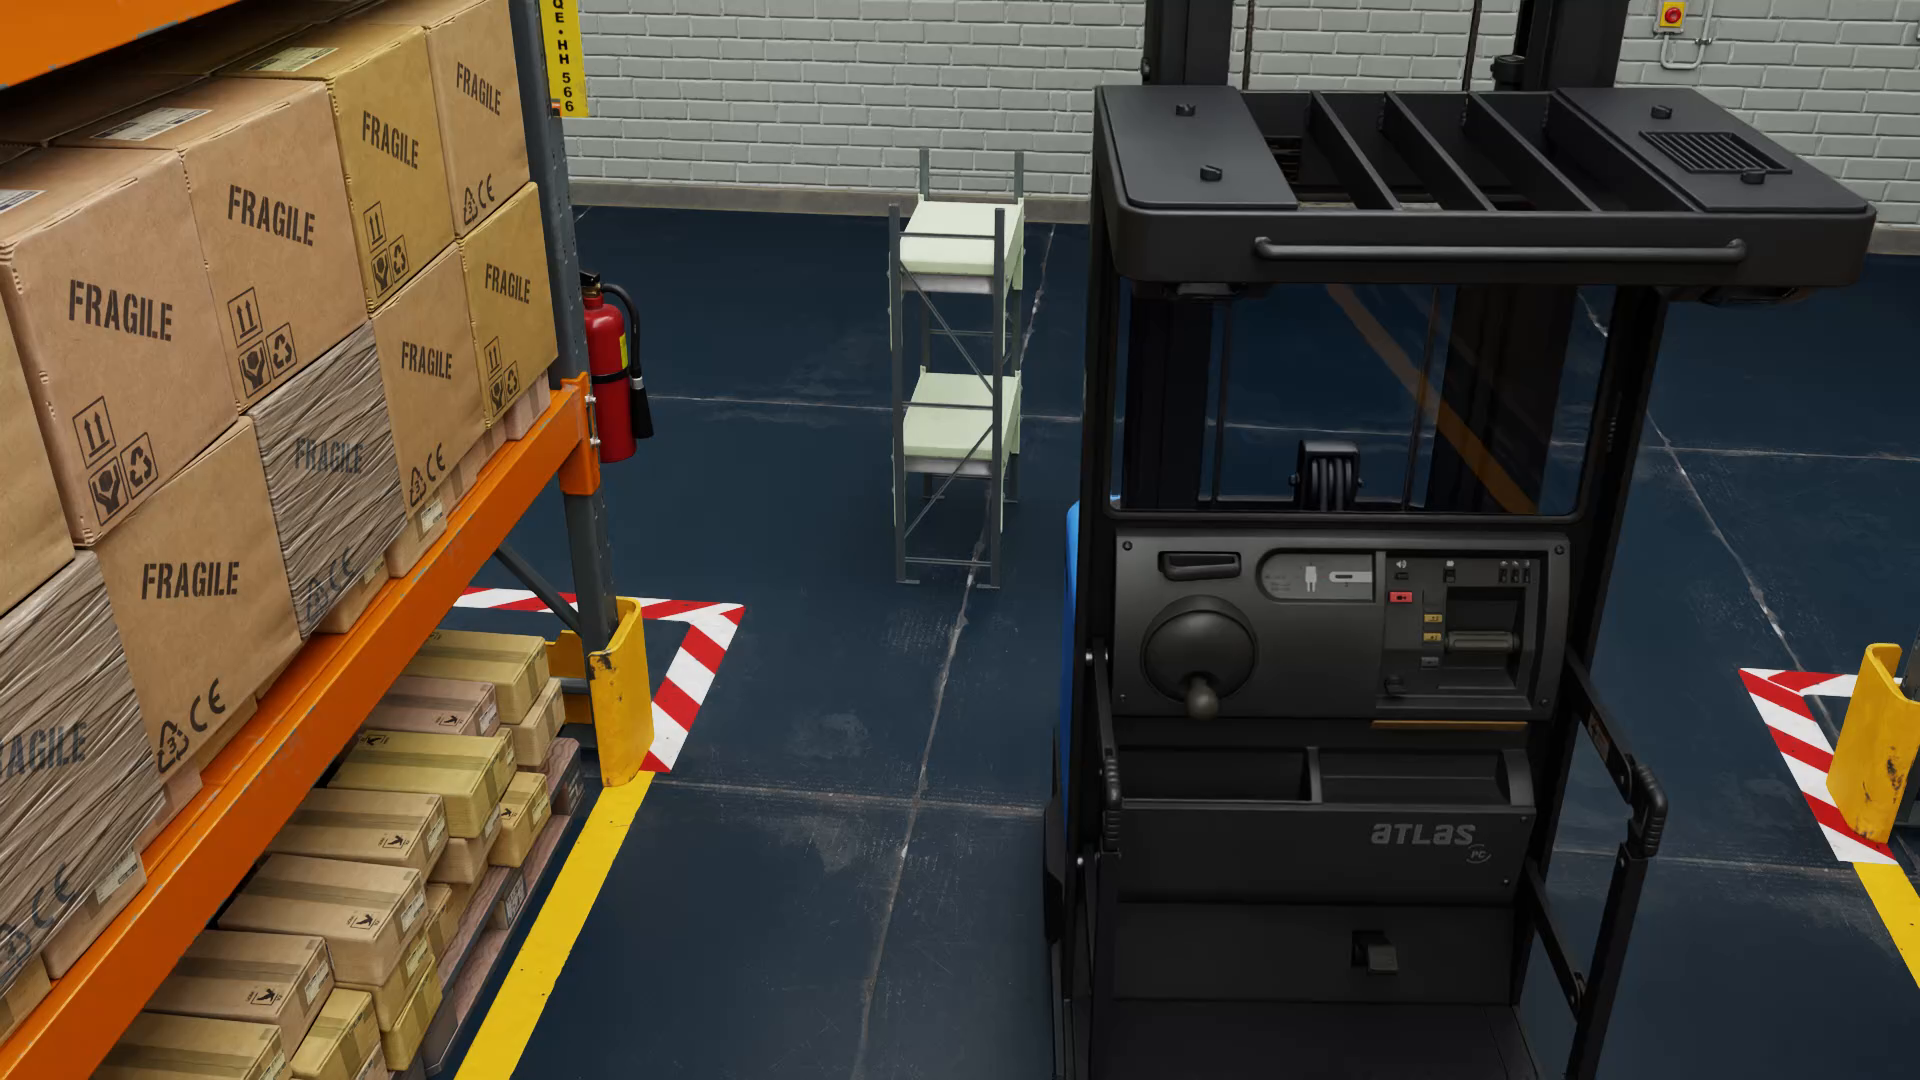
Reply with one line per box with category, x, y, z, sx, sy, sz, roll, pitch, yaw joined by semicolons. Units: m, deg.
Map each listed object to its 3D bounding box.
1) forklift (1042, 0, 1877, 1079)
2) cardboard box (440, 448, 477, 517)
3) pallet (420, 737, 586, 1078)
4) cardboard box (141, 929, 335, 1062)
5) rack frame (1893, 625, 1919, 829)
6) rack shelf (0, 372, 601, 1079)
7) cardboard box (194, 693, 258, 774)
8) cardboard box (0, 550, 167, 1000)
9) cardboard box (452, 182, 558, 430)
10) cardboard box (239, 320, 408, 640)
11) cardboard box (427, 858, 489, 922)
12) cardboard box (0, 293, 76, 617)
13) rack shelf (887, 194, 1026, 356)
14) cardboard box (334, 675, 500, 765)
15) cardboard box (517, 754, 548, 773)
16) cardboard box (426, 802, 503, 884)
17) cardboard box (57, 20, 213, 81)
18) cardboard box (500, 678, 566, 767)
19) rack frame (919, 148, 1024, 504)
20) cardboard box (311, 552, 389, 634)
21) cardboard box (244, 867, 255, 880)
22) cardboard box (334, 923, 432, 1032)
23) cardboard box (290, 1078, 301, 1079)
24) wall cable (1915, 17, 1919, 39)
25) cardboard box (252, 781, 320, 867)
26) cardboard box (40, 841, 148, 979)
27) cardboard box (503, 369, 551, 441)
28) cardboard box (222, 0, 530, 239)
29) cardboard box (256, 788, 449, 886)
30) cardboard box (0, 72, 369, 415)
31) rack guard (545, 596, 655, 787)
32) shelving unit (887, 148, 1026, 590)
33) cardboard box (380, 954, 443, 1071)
forklift;0.782;0.221;3.249;1.130;2.935;3.031;1;28;1
cardboard box;-1.444;-0.167;4.162;0.380;0.149;0.250;3;28;6
pallet;-1.745;0.963;4.741;1.003;0.211;1.213;3;28;6
cardboard box;-1.623;1.001;3.665;0.380;0.149;0.250;2;28;4
rack frame;3.324;-0.441;4.406;1.000;3.000;0.127;3;28;6
rack shelf;-1.846;0.577;3.275;1.077;0.370;4.000;3;28;6
cardboard box;-1.622;0.326;3.246;0.380;0.149;0.250;4;29;7
cardboard box;-1.630;0.340;2.537;0.500;0.500;0.500;3;28;5
cardboard box;-1.401;-0.630;4.337;0.500;0.500;0.500;4;29;7
cardboard box;-1.522;-0.148;3.444;0.500;0.500;0.500;3;29;6
cardboard box;-1.508;0.895;4.489;0.380;0.149;0.250;3;28;6
cardboard box;-1.653;-0.092;2.285;0.500;0.500;0.500;4;29;7
rack shelf;-0.001;-1.001;6.203;0.431;0.370;0.720;3;28;6
cardboard box;-1.502;0.506;4.584;0.380;0.149;0.250;4;29;7
cardboard box;-1.459;0.649;4.946;0.380;0.149;0.250;4;29;7
cardboard box;-1.445;0.768;4.412;0.380;0.149;0.250;2;28;4
cardboard box;-1.975;-0.862;3.715;0.500;0.500;0.500;4;29;8
cardboard box;-1.383;0.523;4.866;0.380;0.149;0.250;3;28;5
rack frame;0.044;-0.829;6.708;0.400;1.500;0.023;3;28;6
cardboard box;-1.514;0.077;3.709;0.380;0.149;0.250;2;28;4
cardboard box;-1.958;0.862;4.550;0.380;0.149;0.250;4;29;7
cardboard box;-1.495;1.012;3.958;0.380;0.149;0.250;4;29;7
cardboard box;-1.551;1.263;3.492;0.380;0.149;0.250;4;29;7
wall cable;5.401;-3.467;8.951;0.588;1.984;0.122;3;28;6
cardboard box;-1.952;0.736;4.471;0.380;0.149;0.250;4;29;7
cardboard box;-1.619;0.575;2.784;0.380;0.149;0.250;5;29;8
cardboard box;-1.361;-0.401;4.596;0.380;0.149;0.250;3;28;6
cardboard box;-1.411;-1.066;4.094;0.500;0.500;0.500;3;28;5
cardboard box;-1.503;0.754;4.124;0.380;0.149;0.250;2;28;4
cardboard box;-1.527;-0.583;3.196;0.500;0.500;0.500;5;29;9
rack guard;-1.611;0.455;5.378;1.175;0.500;0.348;3;28;6
shelving unit;-0.001;-0.657;6.388;0.431;1.500;0.755;3;28;6
cardboard box;-1.494;1.136;4.042;0.380;0.149;0.250;2;28;4
